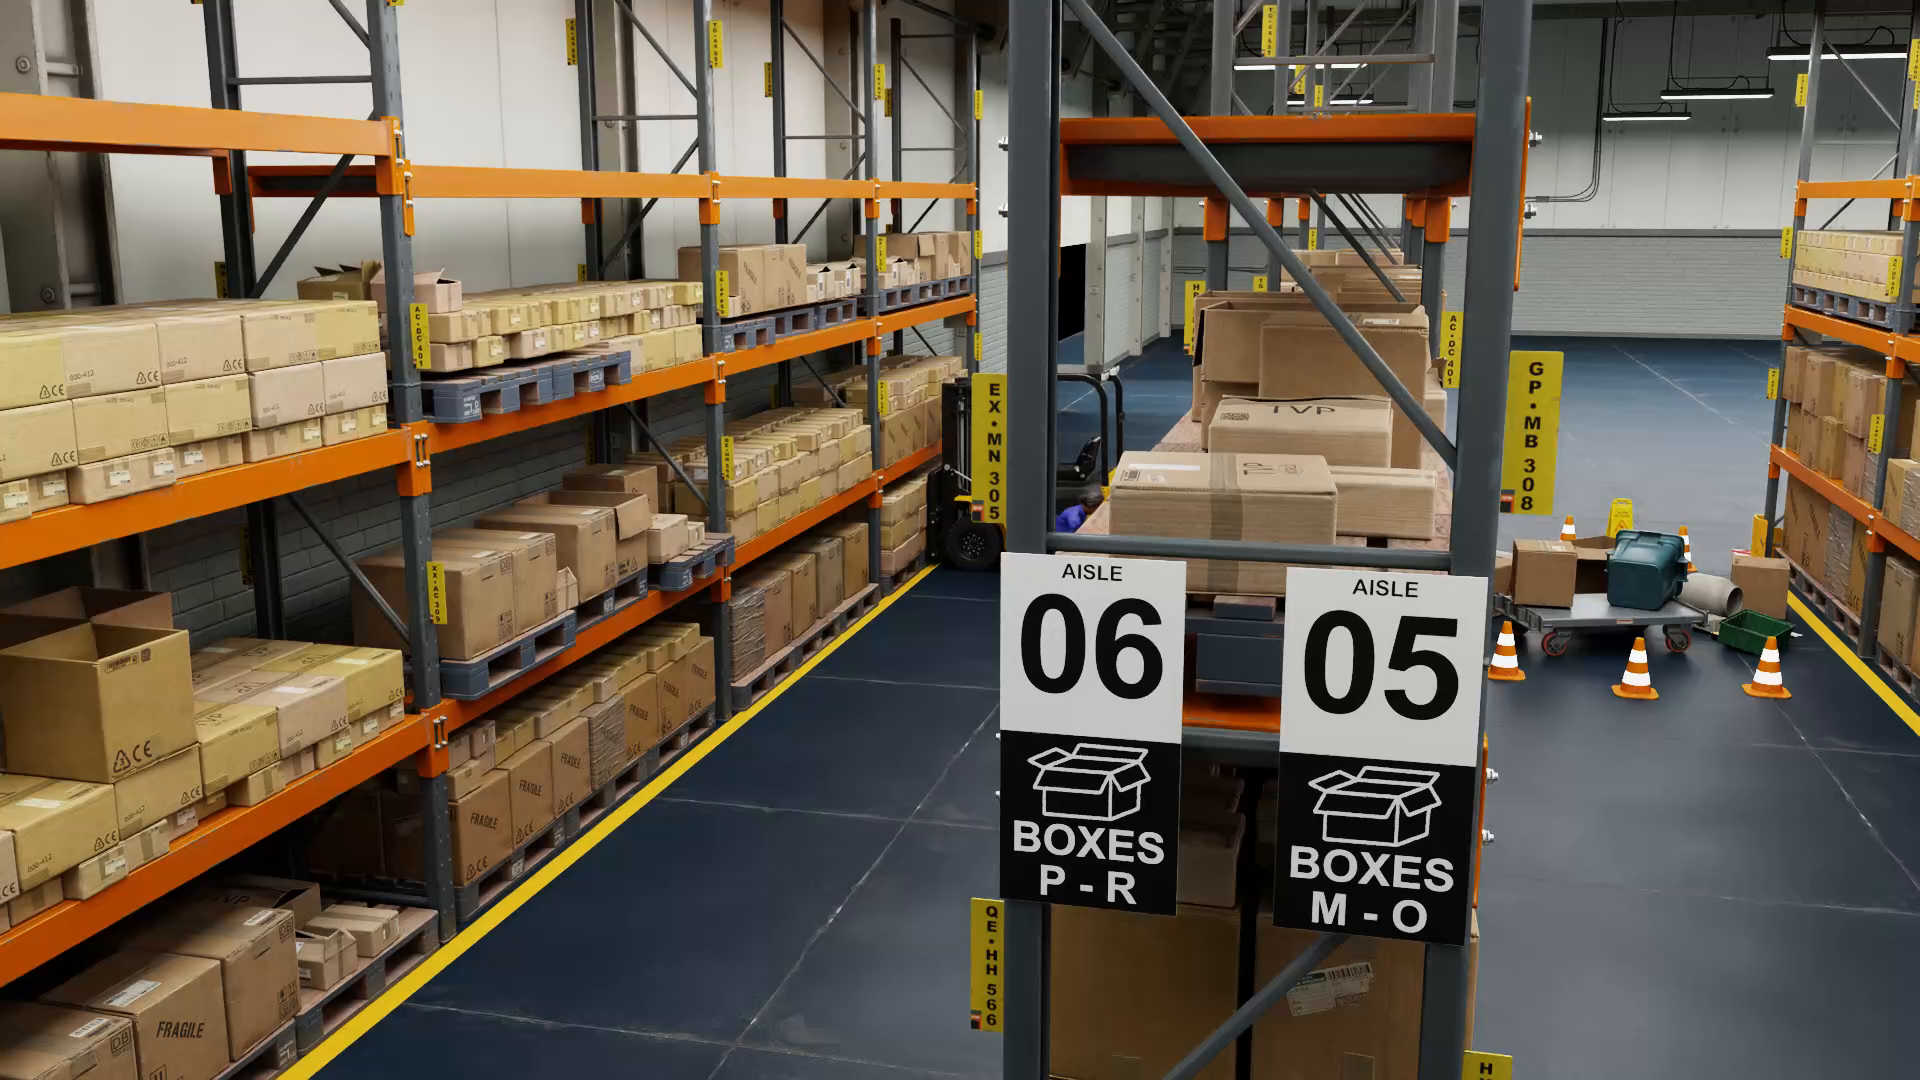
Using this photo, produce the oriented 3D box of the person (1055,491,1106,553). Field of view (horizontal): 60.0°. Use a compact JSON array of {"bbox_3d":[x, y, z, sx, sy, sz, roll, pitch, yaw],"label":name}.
[{"bbox_3d":[0.999,0.220,15.149,0.635,1.363,0.496,3,12,14],"label":"person"}]
